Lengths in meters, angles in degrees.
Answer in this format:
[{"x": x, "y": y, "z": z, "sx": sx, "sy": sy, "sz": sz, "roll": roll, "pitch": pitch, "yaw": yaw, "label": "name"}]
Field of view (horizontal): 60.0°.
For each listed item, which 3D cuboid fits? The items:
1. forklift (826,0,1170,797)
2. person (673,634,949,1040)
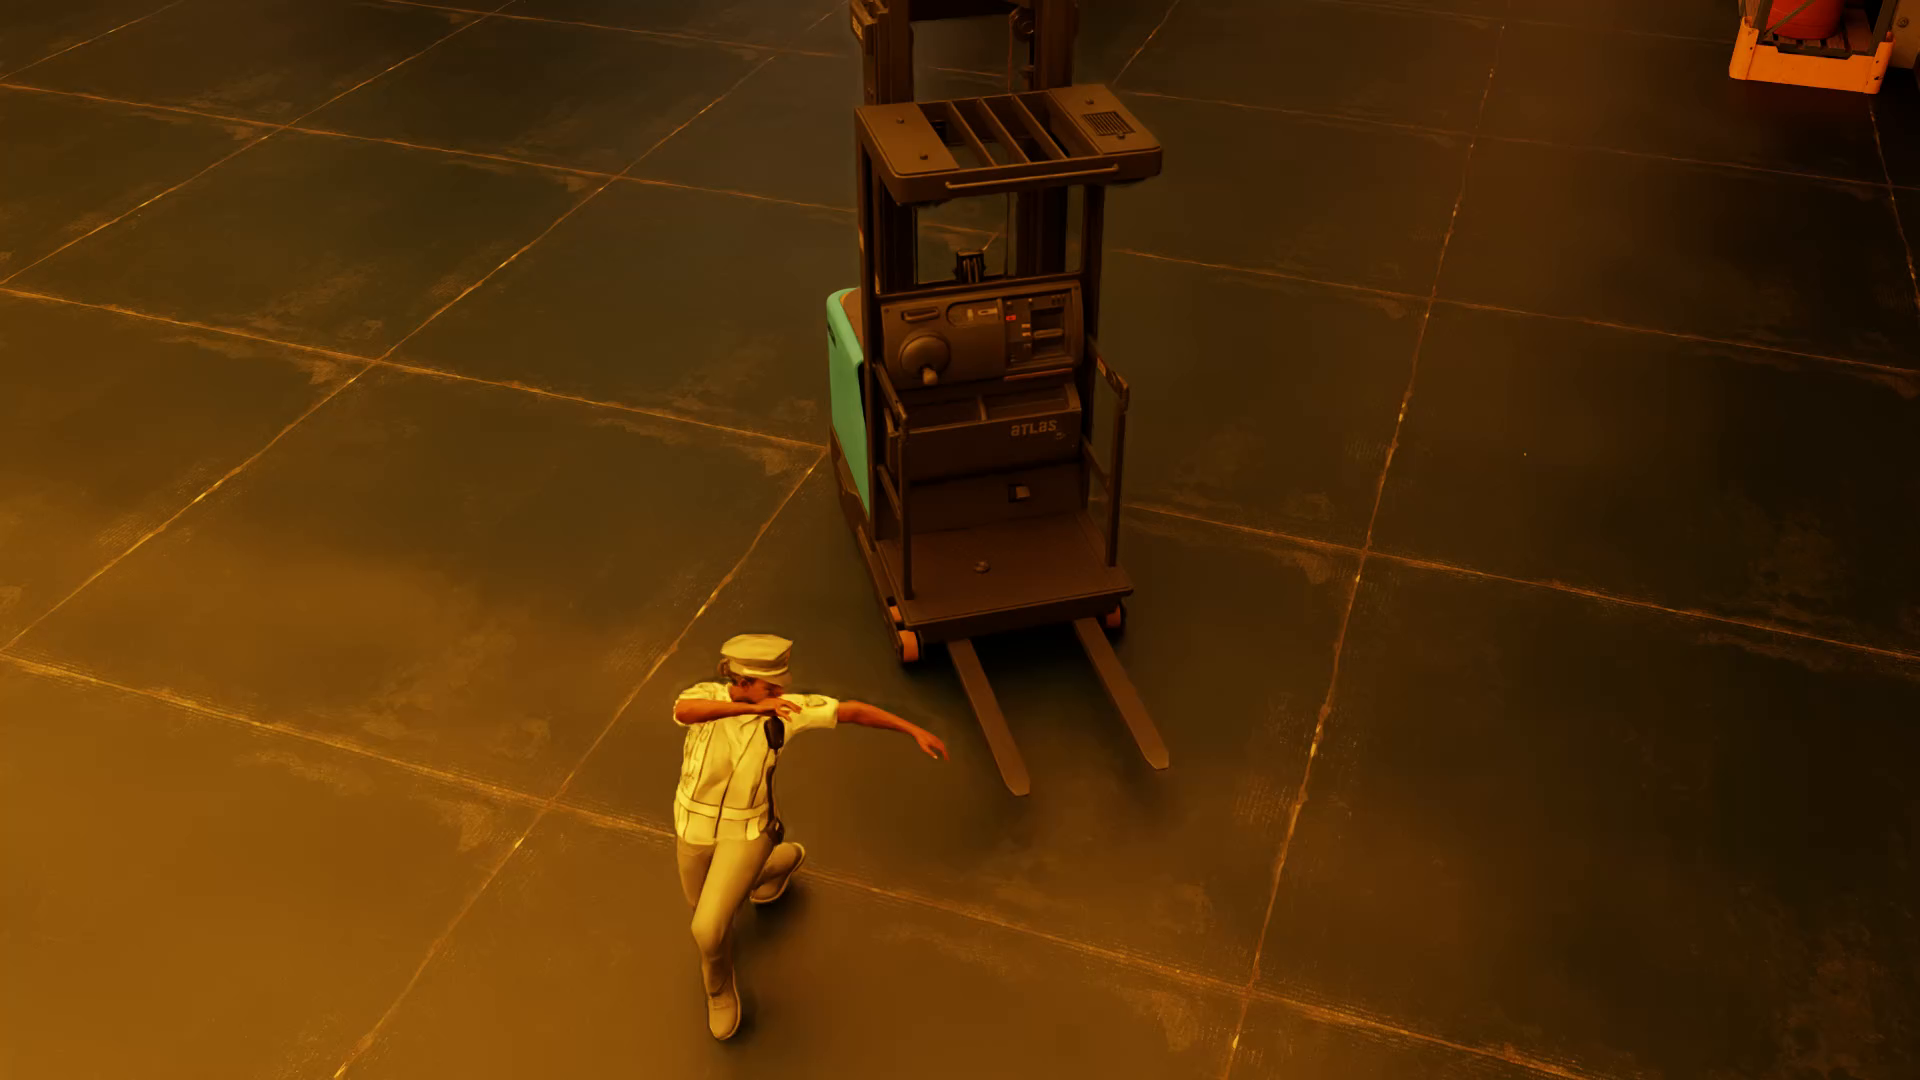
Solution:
[{"x": 0.164, "y": -0.863, "z": 7.329, "sx": 1.130, "sy": 2.935, "sz": 3.031, "roll": -9, "pitch": 36, "yaw": -12, "label": "forklift"}, {"x": -0.579, "y": 1.049, "z": 5.981, "sx": 0.964, "sy": 1.389, "sz": 0.885, "roll": 7, "pitch": 36, "yaw": 10, "label": "person"}]
